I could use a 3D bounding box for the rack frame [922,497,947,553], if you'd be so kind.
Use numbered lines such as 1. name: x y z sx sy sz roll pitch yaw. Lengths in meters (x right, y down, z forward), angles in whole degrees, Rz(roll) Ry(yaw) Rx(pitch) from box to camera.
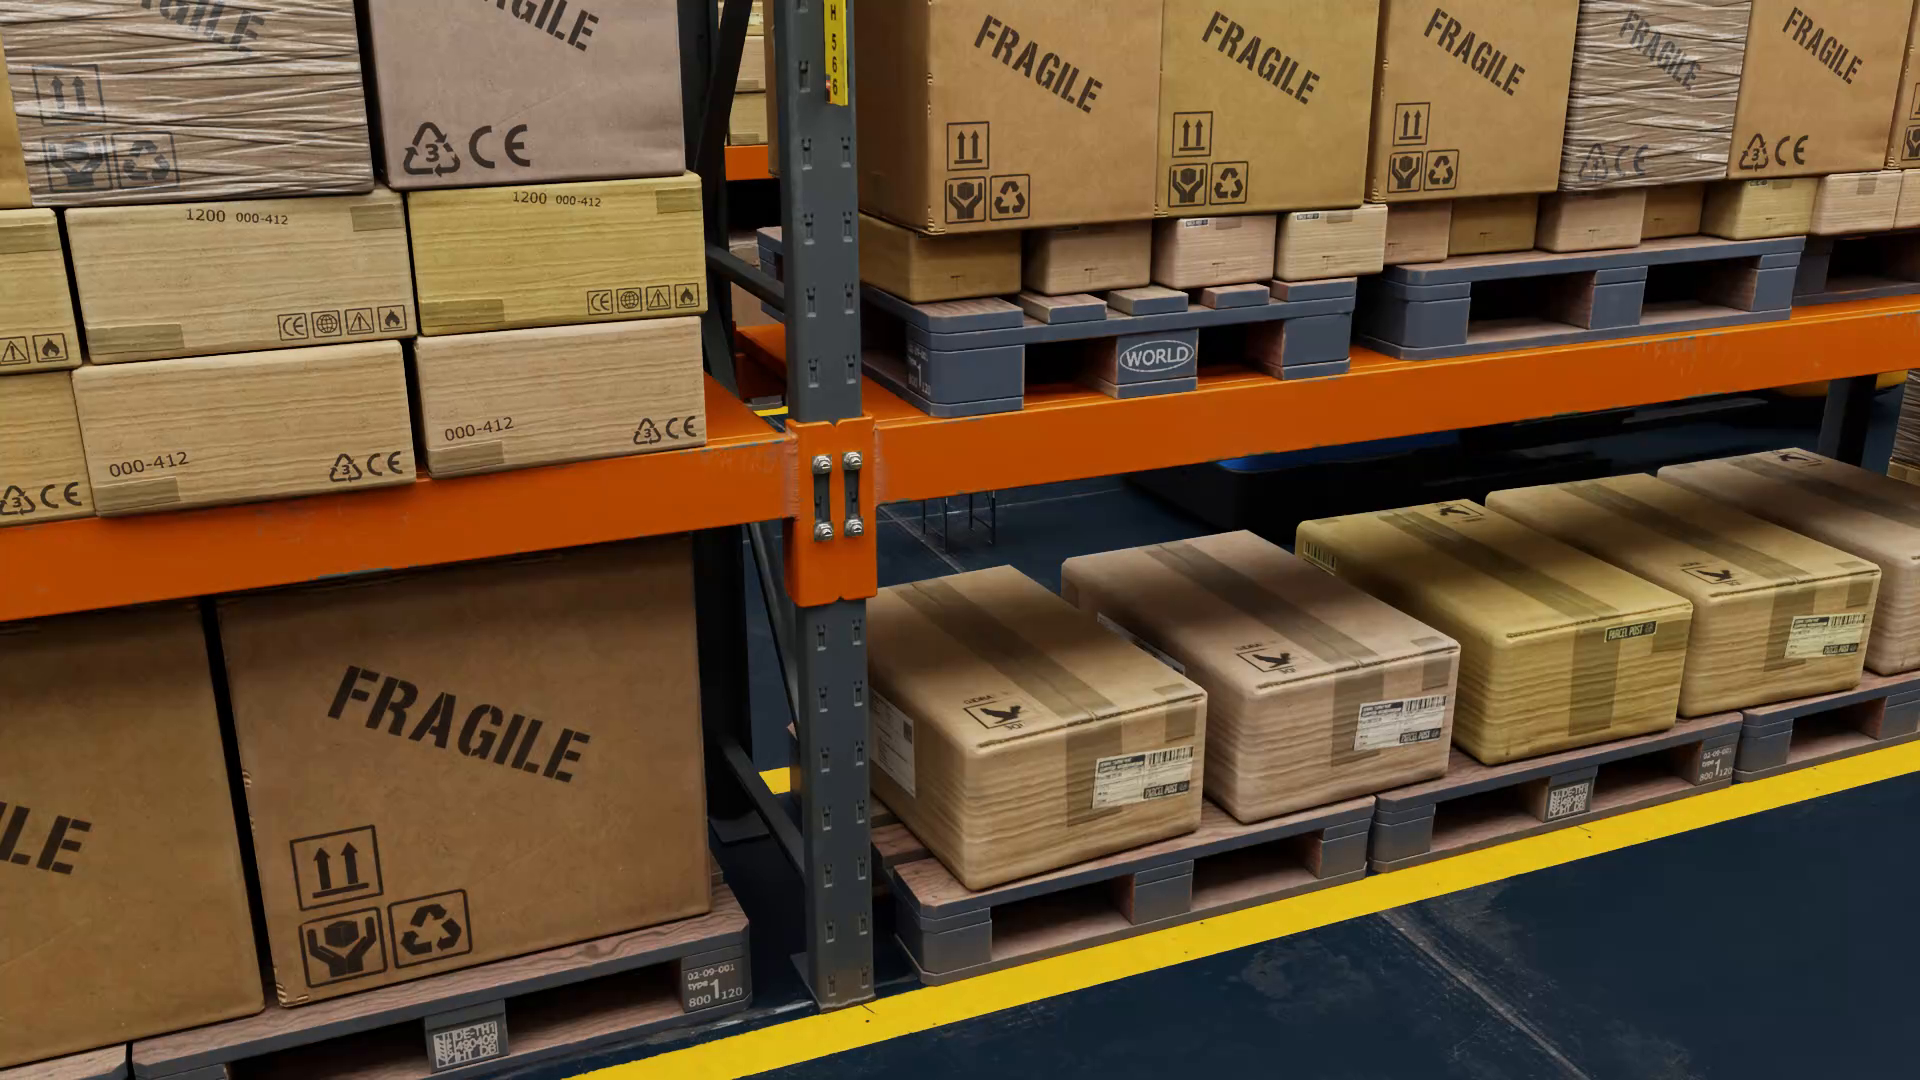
1. rack frame: -0.101 -0.410 6.332 0.006 0.900 0.240 -8 21 -22

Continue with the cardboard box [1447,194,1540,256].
1. cardboard box: 1.169 -0.796 4.012 0.250 0.149 0.380 -7 21 -20

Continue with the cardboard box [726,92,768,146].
1. cardboard box: -0.972 -2.108 8.218 0.500 0.250 0.500 -9 21 -24

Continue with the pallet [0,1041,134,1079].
1. pallet: -2.313 1.008 3.341 1.213 0.211 1.003 -8 21 -22

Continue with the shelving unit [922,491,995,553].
1. shelving unit: -0.007 -0.423 6.370 0.210 0.900 0.258 -8 21 -22

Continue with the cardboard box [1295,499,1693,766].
1. cardboard box: 1.455 0.226 4.689 0.625 0.372 0.950 -7 21 -20

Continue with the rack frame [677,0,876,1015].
1. rack frame: -0.441 -0.547 3.559 0.127 3.000 1.000 -8 21 -22

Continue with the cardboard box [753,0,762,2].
1. cardboard box: -1.069 -2.724 8.616 0.250 0.149 0.380 -9 21 -23

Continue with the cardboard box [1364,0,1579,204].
1. cardboard box: 1.025 -1.064 3.796 0.500 0.500 0.500 -8 21 -21

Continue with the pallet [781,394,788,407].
1. pallet: -0.520 -1.001 9.046 1.213 0.211 1.003 -8 21 -22

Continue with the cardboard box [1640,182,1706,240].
1. cardboard box: 1.644 -0.868 4.216 0.250 0.149 0.380 -9 21 -24

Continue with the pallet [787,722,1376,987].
1. pallet: 0.278 0.666 4.313 1.213 0.211 1.003 -8 21 -22

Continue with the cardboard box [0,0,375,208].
1. cardboard box: -1.280 -0.848 2.758 0.500 0.500 0.500 -8 21 -21

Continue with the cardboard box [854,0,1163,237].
1. cardboard box: 0.064 -0.921 3.391 0.500 0.500 0.500 -9 21 -23

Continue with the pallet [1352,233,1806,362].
1. pallet: 1.361 -0.729 4.366 1.213 0.211 1.003 -8 21 -22

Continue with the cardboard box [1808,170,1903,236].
1. cardboard box: 2.165 -0.892 4.285 0.250 0.149 0.380 -8 21 -21

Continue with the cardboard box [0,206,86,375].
1. cardboard box: -1.716 -0.429 2.696 0.500 0.250 0.500 -9 21 -23

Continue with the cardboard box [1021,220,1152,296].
1. cardboard box: 0.204 -0.640 3.568 0.250 0.149 0.380 -10 22 -25

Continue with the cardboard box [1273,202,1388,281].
1. cardboard box: 0.735 -0.691 3.715 0.250 0.149 0.380 -8 21 -22

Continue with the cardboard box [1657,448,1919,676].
1. cardboard box: 2.752 0.038 5.222 0.625 0.372 0.950 -8 21 -21

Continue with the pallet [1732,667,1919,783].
1. pallet: 2.518 0.345 5.225 1.213 0.211 1.003 -8 21 -22

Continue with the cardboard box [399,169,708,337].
1. cardboard box: -0.785 -0.571 3.100 0.500 0.250 0.500 -8 21 -22

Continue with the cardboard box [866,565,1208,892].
1. cardboard box: 0.082 0.423 4.128 0.625 0.372 0.950 -10 22 -26

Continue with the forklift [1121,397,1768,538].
1. forklift: 2.207 -1.700 6.938 3.031 2.935 1.130 -9 21 -23

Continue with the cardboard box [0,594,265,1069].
1. cardboard box: -1.928 0.439 3.327 0.875 0.875 0.875 -8 21 -21

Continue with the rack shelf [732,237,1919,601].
1. rack shelf: 1.396 -0.471 4.426 4.000 0.370 1.077 -8 21 -22

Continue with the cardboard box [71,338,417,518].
1. cardboard box: -1.265 -0.259 2.966 0.500 0.250 0.500 -8 21 -21

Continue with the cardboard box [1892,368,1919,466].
1. cardboard box: 3.669 -0.488 5.769 0.500 0.500 0.500 -8 21 -23

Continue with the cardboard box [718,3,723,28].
1. cardboard box: -1.295 -2.481 7.924 0.250 0.149 0.380 -8 21 -21

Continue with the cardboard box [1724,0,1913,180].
1. cardboard box: 1.968 -1.196 4.173 0.500 0.500 0.500 -7 21 -20

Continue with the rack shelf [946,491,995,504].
1. rack shelf: -0.007 -0.222 6.440 0.200 0.077 0.258 -8 21 -22

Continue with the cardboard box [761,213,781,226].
1. cardboard box: -0.617 -1.393 8.905 0.625 0.625 0.875 -9 21 -24

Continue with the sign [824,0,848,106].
1. sign: -0.218 -0.924 2.887 0.005 0.325 0.100 -8 21 -22

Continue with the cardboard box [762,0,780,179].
1. cardboard box: -0.133 -1.077 3.834 0.500 0.500 0.500 -9 21 -23
